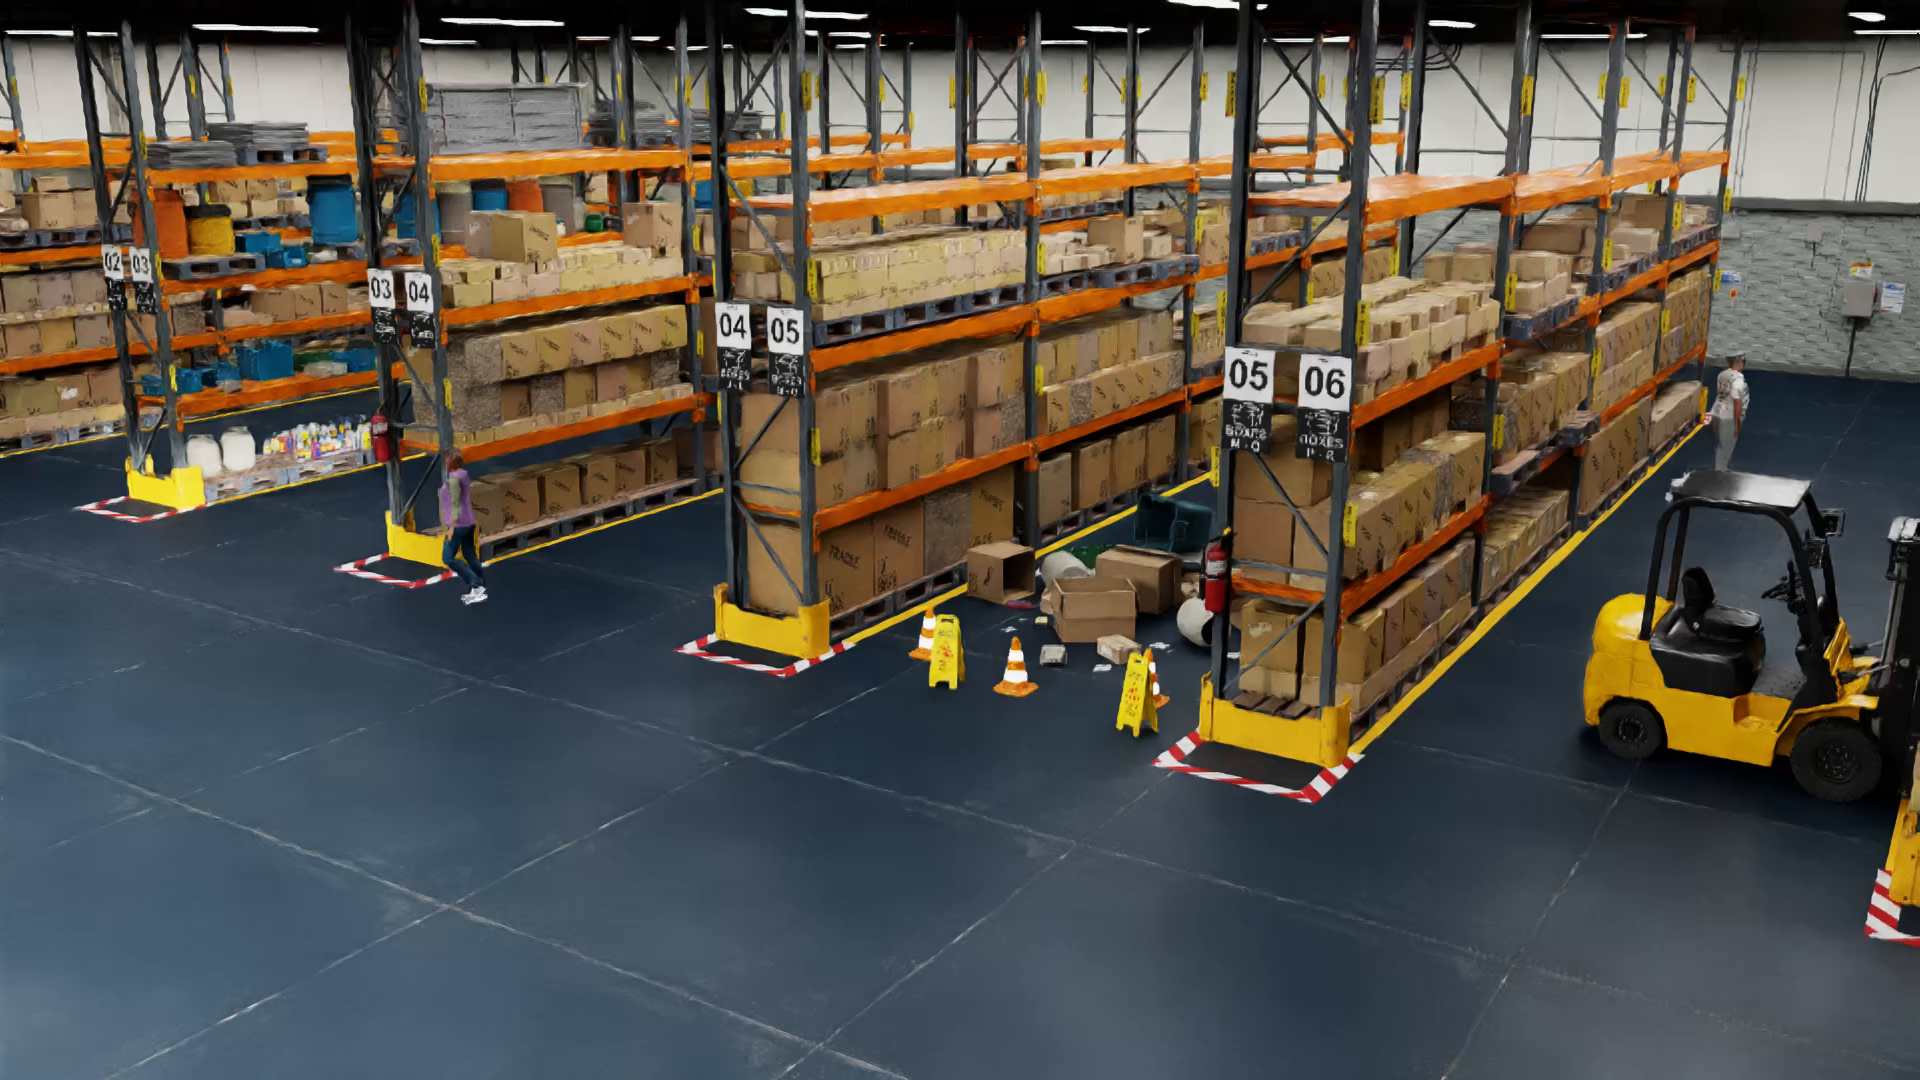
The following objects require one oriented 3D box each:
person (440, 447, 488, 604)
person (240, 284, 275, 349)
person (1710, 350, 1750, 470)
[{"bbox_3d":[-4.997,-0.139,16.727,0.397,1.587,0.550,0,16,-1],"label":"person"},{"bbox_3d":[-12.307,-3.639,29.057,0.550,1.709,1.128,9,18,29],"label":"person"},{"bbox_3d":[9.998,-1.572,21.553,0.475,1.762,0.595,1,16,2],"label":"person"}]
